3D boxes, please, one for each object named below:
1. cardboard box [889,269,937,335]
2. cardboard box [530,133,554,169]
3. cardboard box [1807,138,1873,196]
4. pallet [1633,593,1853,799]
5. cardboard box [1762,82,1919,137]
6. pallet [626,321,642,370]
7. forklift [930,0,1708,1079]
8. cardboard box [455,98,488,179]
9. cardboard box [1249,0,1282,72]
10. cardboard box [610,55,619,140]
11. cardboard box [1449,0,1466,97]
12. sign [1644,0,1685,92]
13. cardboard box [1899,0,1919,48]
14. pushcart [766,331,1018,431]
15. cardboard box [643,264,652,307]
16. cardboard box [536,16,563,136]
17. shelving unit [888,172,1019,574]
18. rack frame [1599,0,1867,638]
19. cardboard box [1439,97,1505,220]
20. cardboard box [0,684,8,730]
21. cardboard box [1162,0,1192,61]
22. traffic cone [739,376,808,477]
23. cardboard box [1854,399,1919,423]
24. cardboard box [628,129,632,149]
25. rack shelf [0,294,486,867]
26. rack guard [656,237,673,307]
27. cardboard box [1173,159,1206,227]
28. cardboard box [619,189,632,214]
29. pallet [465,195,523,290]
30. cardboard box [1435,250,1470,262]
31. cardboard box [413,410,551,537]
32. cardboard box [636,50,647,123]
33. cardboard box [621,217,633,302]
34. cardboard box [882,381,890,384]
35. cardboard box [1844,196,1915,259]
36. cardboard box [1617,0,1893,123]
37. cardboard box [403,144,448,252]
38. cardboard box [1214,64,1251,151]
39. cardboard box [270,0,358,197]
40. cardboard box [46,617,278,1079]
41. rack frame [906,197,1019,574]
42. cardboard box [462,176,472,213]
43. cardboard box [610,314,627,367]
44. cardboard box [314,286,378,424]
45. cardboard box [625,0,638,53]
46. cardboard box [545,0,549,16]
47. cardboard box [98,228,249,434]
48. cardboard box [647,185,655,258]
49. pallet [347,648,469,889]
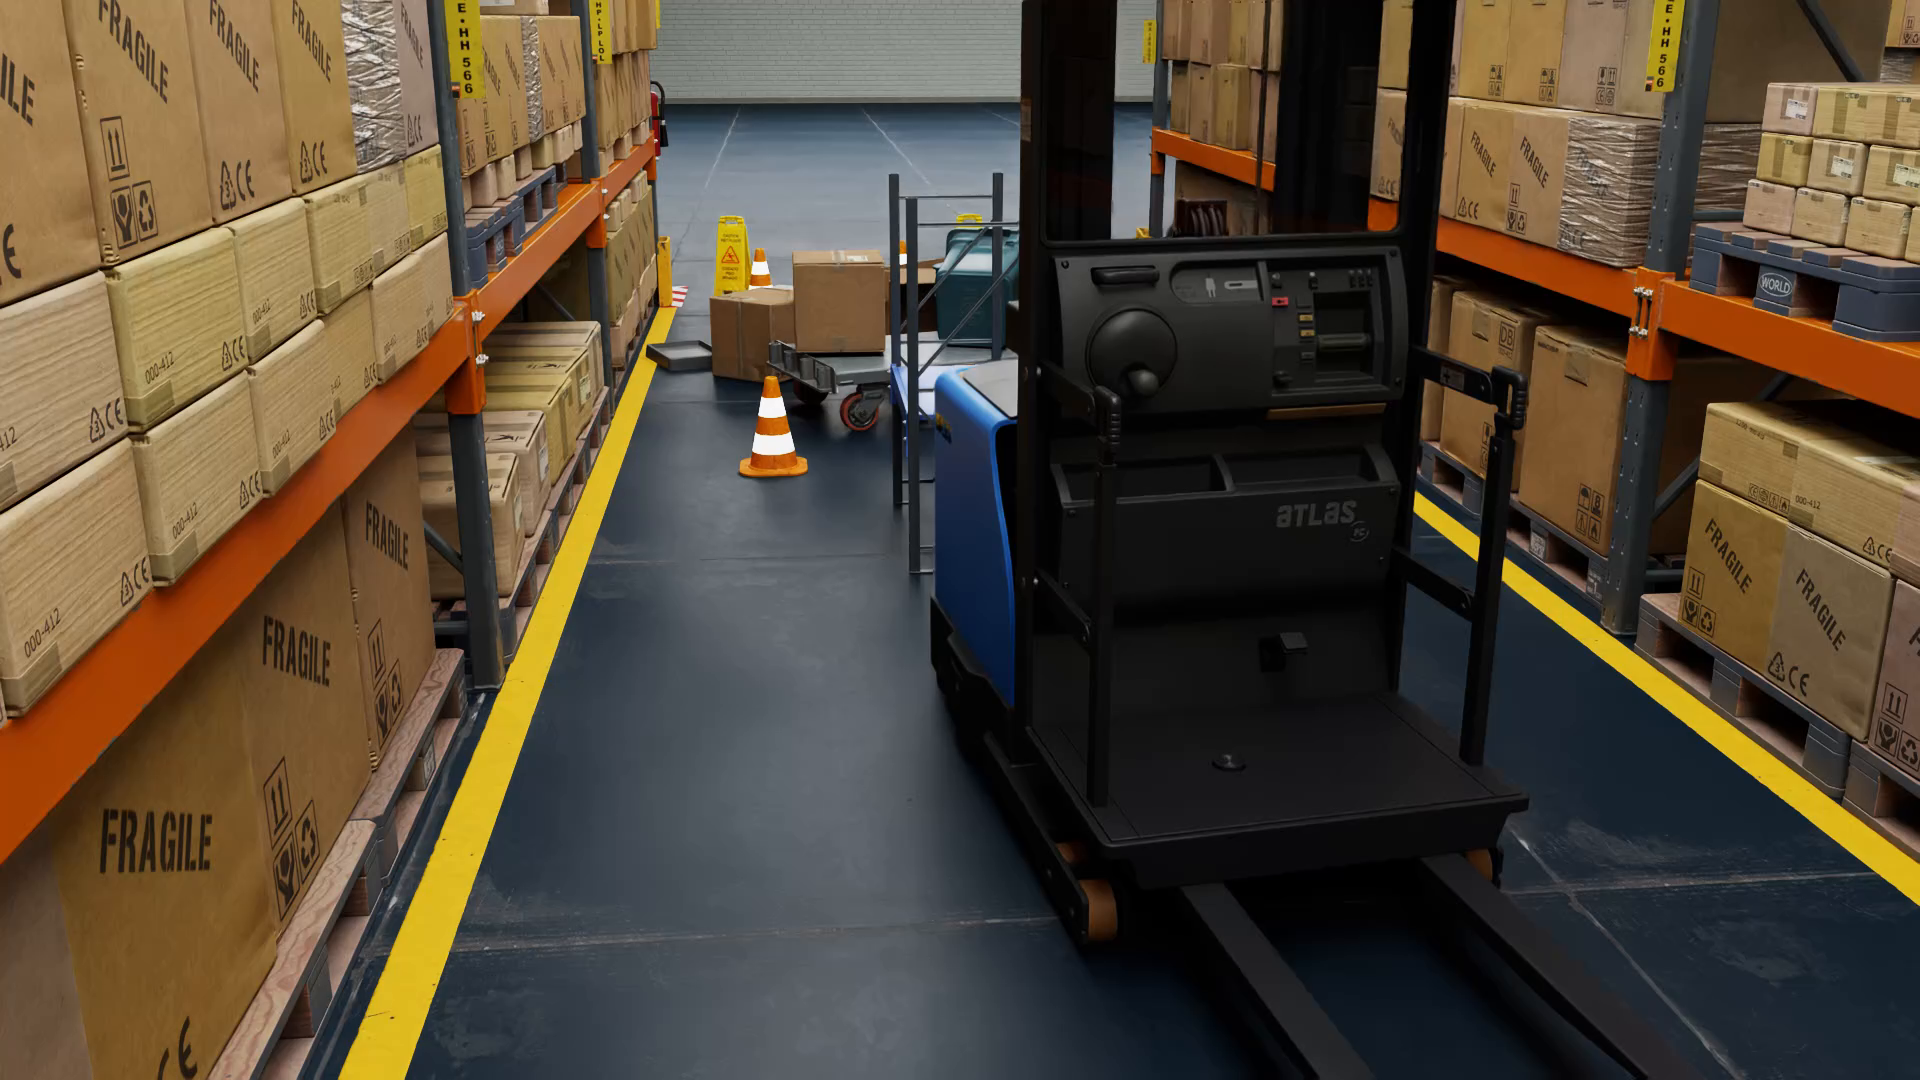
[{"bbox_3d":[-0.062,-1.460,10.761,0.797,0.637,0.503,-2,18,-6],"label":"cardboard box"},{"bbox_3d":[-2.035,-1.749,7.460,0.380,0.149,0.250,-2,18,-6],"label":"cardboard box"},{"bbox_3d":[2.752,-1.101,4.897,0.380,0.149,0.250,-1,17,-3],"label":"cardboard box"},{"bbox_3d":[2.951,0.454,5.379,1.003,0.211,1.213,-2,18,-6],"label":"pallet"},{"bbox_3d":[2.727,-1.329,5.126,0.380,0.149,0.250,-2,18,-6],"label":"cardboard box"},{"bbox_3d":[-2.687,-1.351,11.128,1.003,0.211,1.213,-2,18,-6],"label":"pallet"},{"bbox_3d":[0.744,-0.538,3.998,1.130,2.935,3.031,-4,18,-13],"label":"forklift"},{"bbox_3d":[-1.857,-1.457,5.447,0.500,0.500,0.500,-2,18,-7],"label":"cardboard box"},{"bbox_3d":[2.283,-3.159,10.178,0.875,0.550,0.550,-2,18,-6],"label":"cardboard box"},{"bbox_3d":[-2.297,-2.596,9.775,0.500,0.500,0.500,-2,18,-6],"label":"cardboard box"},{"bbox_3d":[2.623,-2.374,7.896,0.700,0.500,0.500,-2,18,-5],"label":"cardboard box"},{"bbox_3d":[2.320,-1.644,5.471,0.100,0.325,0.005,-2,18,-6],"label":"sign"},{"bbox_3d":[6.932,-3.663,11.505,0.500,0.500,0.500,-2,18,-6],"label":"cardboard box"},{"bbox_3d":[-0.191,-0.952,9.580,1.648,0.377,0.936,-8,19,-25],"label":"pushcart"},{"bbox_3d":[-2.470,-1.811,11.827,0.500,0.250,0.500,-2,18,-5],"label":"cardboard box"},{"bbox_3d":[-2.078,-2.076,7.417,0.500,0.500,0.500,-1,17,-4],"label":"cardboard box"},{"bbox_3d":[-0.009,-0.741,7.033,0.538,1.500,1.048,-2,18,-6],"label":"shelving unit"},{"bbox_3d":[2.872,-1.109,5.703,1.000,3.000,0.127,-2,18,-6],"label":"rack frame"},{"bbox_3d":[2.400,-1.733,7.522,0.500,0.500,0.500,-2,17,-5],"label":"cardboard box"},{"bbox_3d":[-1.411,0.198,1.790,0.500,0.250,0.500,-2,18,-7],"label":"cardboard box"},{"bbox_3d":[2.047,-3.968,12.754,0.875,0.550,0.550,-2,18,-6],"label":"cardboard box"},{"bbox_3d":[-0.933,-0.581,8.257,0.336,0.463,0.334,-2,18,-6],"label":"traffic cone"},{"bbox_3d":[3.203,-0.279,5.279,0.500,0.250,0.500,-2,18,-7],"label":"cardboard box"},{"bbox_3d":[-2.413,-2.706,11.208,0.380,0.149,0.250,-2,18,-6],"label":"cardboard box"},{"bbox_3d":[-1.835,0.013,3.329,1.077,0.370,4.000,-2,18,-6],"label":"rack shelf"},{"bbox_3d":[-2.858,-2.094,13.014,1.175,0.500,0.348,-2,18,-6],"label":"rack guard"},{"bbox_3d":[2.183,-2.479,12.913,0.875,0.875,0.875,-2,18,-5],"label":"cardboard box"},{"bbox_3d":[-2.285,-2.130,10.509,0.380,0.149,0.250,-1,17,-2],"label":"cardboard box"},{"bbox_3d":[-2.221,-1.044,5.814,1.213,0.211,1.003,-2,18,-6],"label":"pallet"},{"bbox_3d":[2.613,-1.246,9.192,1.050,0.750,0.750,-2,18,-6],"label":"cardboard box"},{"bbox_3d":[-2.174,-0.261,6.687,0.950,0.372,0.625,-2,18,-7],"label":"cardboard box"},{"bbox_3d":[-2.489,-3.197,11.688,0.500,0.500,0.500,-2,18,-6],"label":"cardboard box"},{"bbox_3d":[-2.313,-1.708,10.246,0.500,0.500,0.500,-1,17,-3],"label":"cardboard box"},{"bbox_3d":[-0.403,-1.123,10.309,0.396,0.266,0.258,16,24,42],"label":"cardboard box"},{"bbox_3d":[2.773,-0.890,4.722,0.380,0.149,0.250,-1,17,-3],"label":"cardboard box"},{"bbox_3d":[2.836,-1.768,5.965,0.700,0.500,0.500,-2,18,-6],"label":"cardboard box"},{"bbox_3d":[-1.738,-0.957,4.632,0.500,0.250,0.500,-2,18,-6],"label":"cardboard box"},{"bbox_3d":[2.237,-2.965,11.362,0.875,0.550,0.500,-2,18,-6],"label":"cardboard box"},{"bbox_3d":[-1.622,-1.004,3.532,0.500,0.500,0.500,-2,18,-6],"label":"cardboard box"},{"bbox_3d":[-1.873,0.628,3.016,0.875,0.875,0.875,-1,17,-4],"label":"cardboard box"},{"bbox_3d":[0.044,-0.590,6.551,0.500,1.500,0.032,-2,18,-6],"label":"rack frame"},{"bbox_3d":[-1.885,-1.195,5.693,0.380,0.149,0.250,-3,18,-9],"label":"cardboard box"},{"bbox_3d":[-2.246,-1.191,9.851,0.500,0.250,0.500,-3,18,-8],"label":"cardboard box"},{"bbox_3d":[-1.627,-0.410,3.725,0.500,0.250,0.500,-2,18,-6],"label":"cardboard box"},{"bbox_3d":[-2.339,-3.226,10.111,0.700,0.500,0.500,-2,18,-7],"label":"cardboard box"},{"bbox_3d":[-2.097,-2.482,7.627,0.380,0.149,0.250,-2,18,-7],"label":"cardboard box"},{"bbox_3d":[-1.501,-0.347,2.690,0.500,0.250,0.500,-2,17,-5],"label":"cardboard box"},{"bbox_3d":[-2.524,-2.325,12.214,0.500,0.500,0.500,-2,18,-5],"label":"cardboard box"},{"bbox_3d":[-2.035,0.641,4.782,1.003,0.211,1.213,-2,18,-6],"label":"pallet"}]
